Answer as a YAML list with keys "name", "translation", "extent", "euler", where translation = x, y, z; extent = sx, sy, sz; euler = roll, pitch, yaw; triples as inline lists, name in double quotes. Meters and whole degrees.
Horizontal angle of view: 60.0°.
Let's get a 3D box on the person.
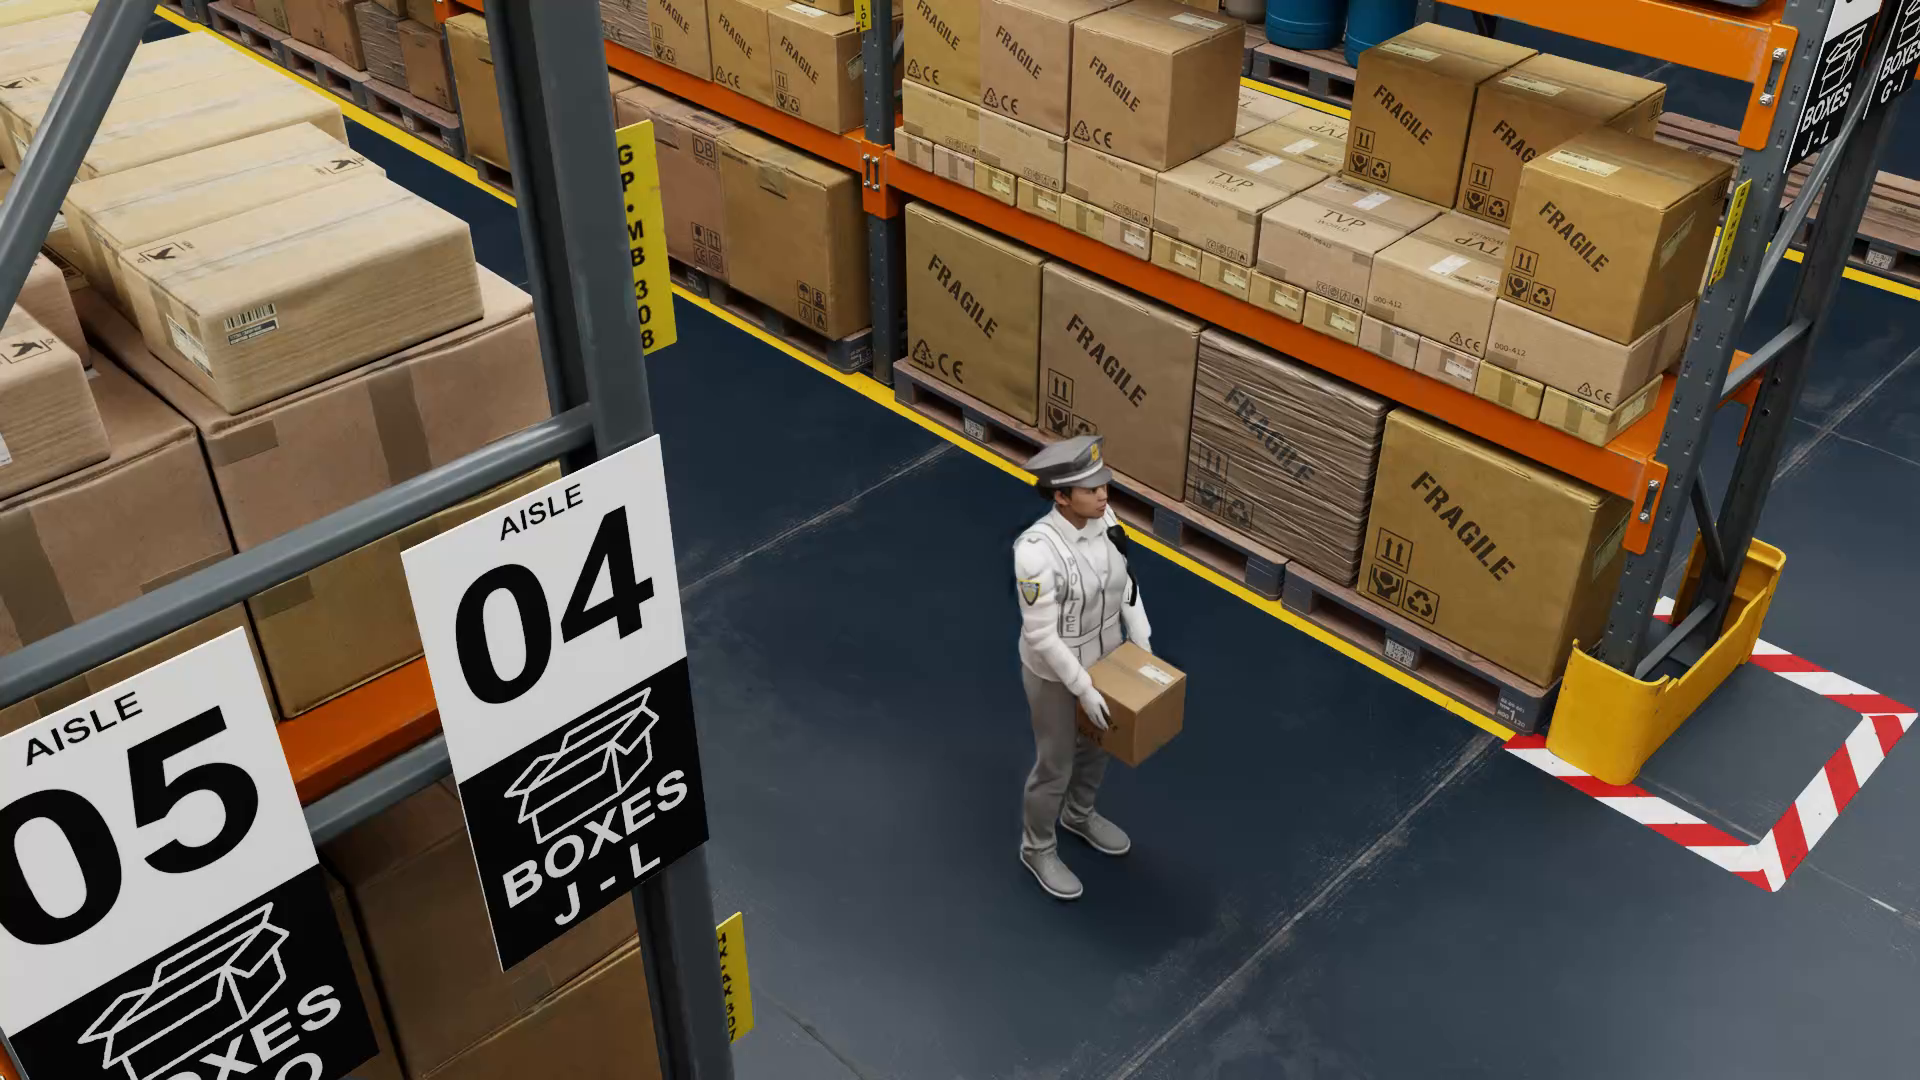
- name: "person"
  translation: [0.411, 0.411, 5.542]
  extent: [0.472, 1.700, 0.520]
  euler: [27, 44, 32]
